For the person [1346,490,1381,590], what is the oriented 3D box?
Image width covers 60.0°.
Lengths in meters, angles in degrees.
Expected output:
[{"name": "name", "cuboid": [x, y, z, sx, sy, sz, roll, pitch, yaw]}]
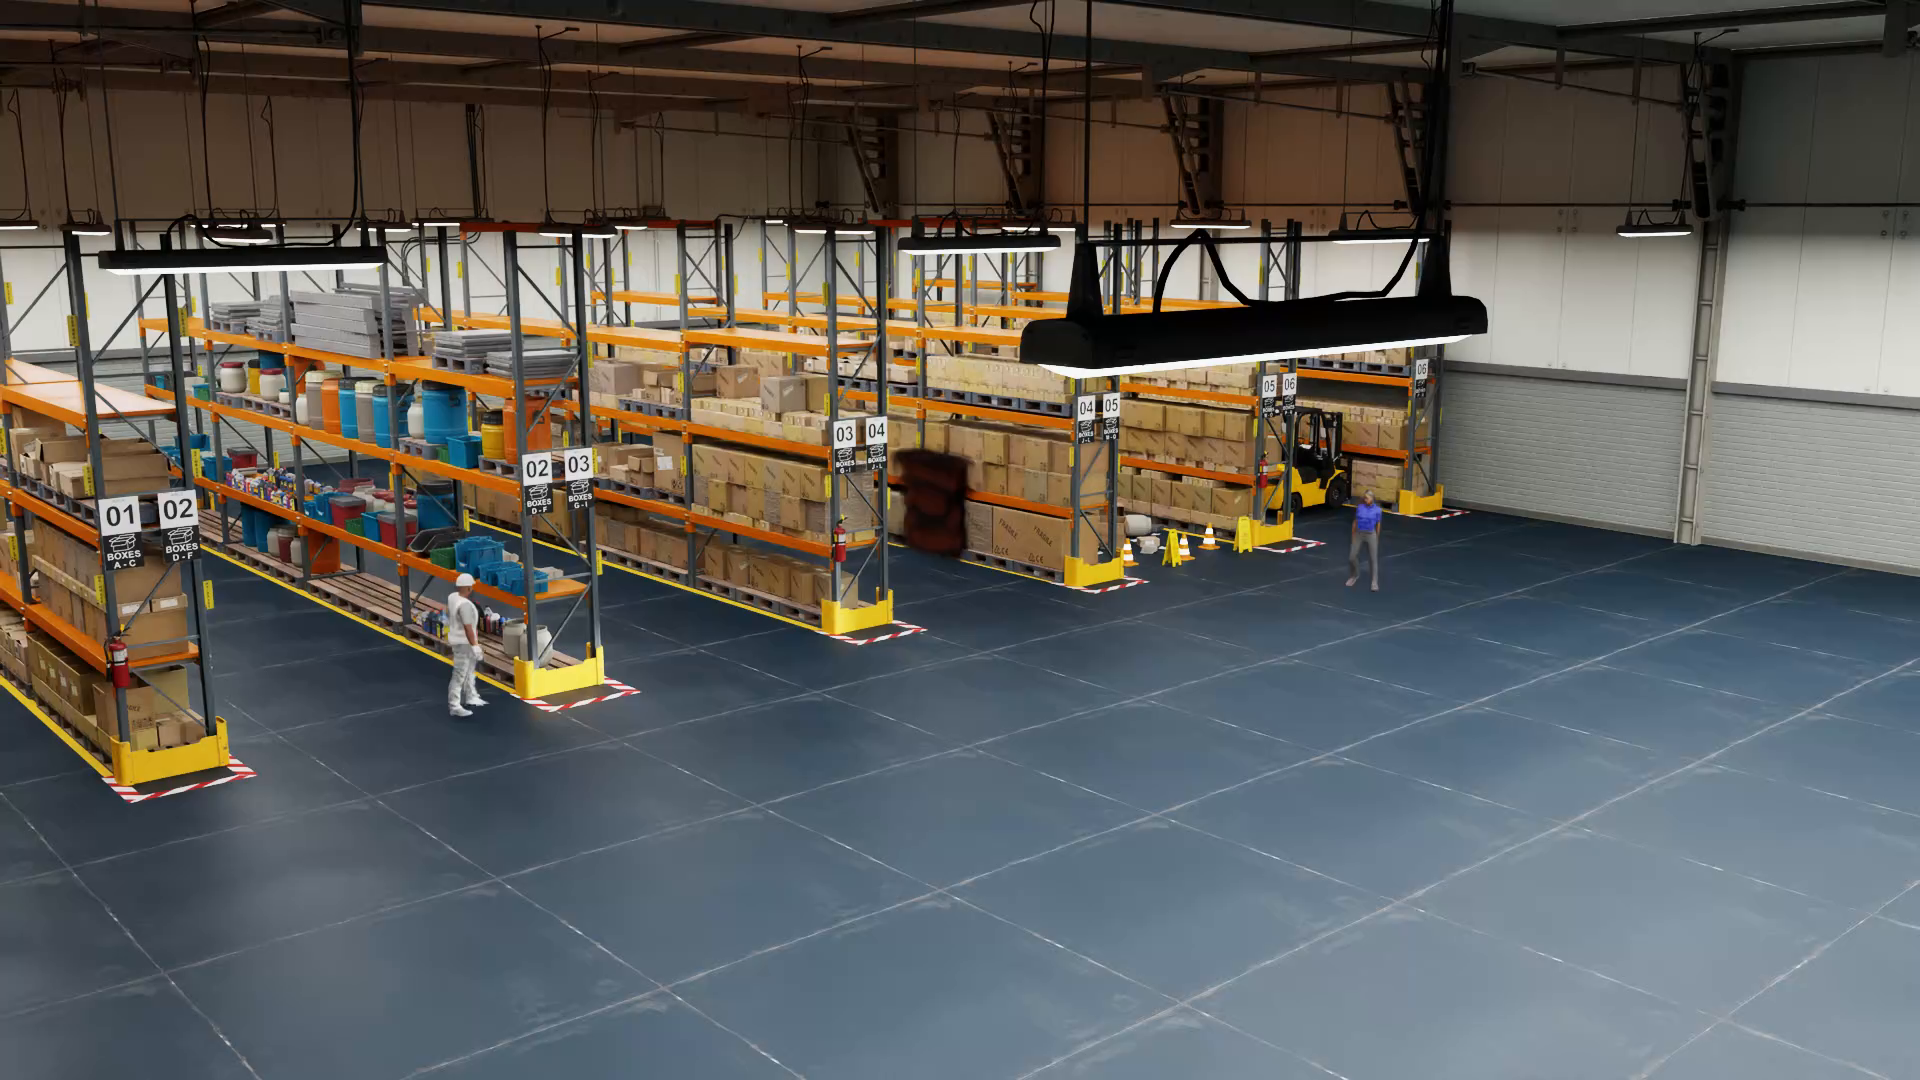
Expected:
[{"name": "person", "cuboid": [6.750, -0.013, 27.732, 0.556, 1.667, 0.381, 5, 12, 23]}]

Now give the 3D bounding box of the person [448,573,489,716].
[{"name": "person", "cuboid": [-6.236, 1.310, 20.959, 0.508, 1.826, 0.662, -4, 12, -17]}]
